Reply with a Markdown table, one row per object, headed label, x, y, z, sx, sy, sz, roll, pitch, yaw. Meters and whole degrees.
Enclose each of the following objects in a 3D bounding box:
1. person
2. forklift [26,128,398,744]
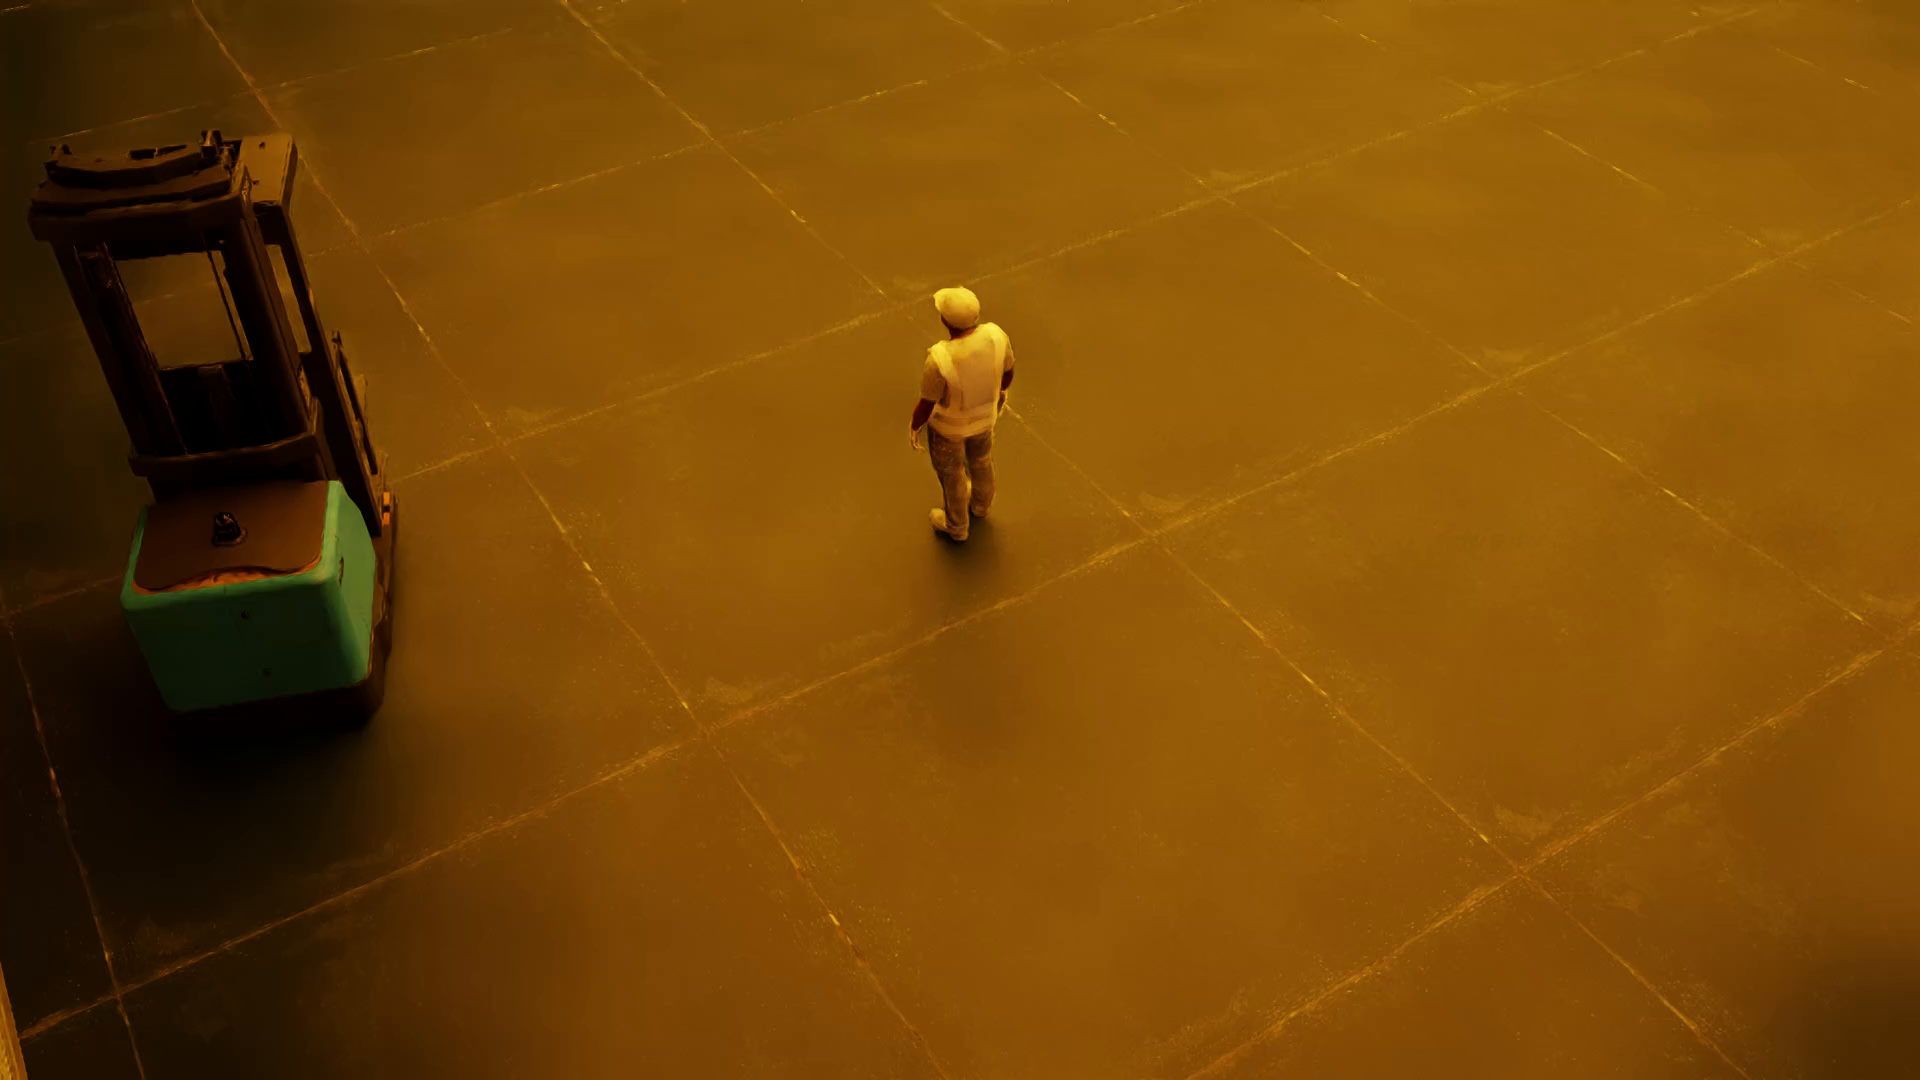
| label | x | y | z | sx | sy | sz | roll | pitch | yaw |
| --- | --- | --- | --- | --- | --- | --- | --- | --- | --- |
| person | -0.032 | -0.749 | 9.530 | 0.655 | 1.782 | 0.576 | -23 | 46 | -24 |
| forklift | -3.948 | -1.007 | 9.024 | 1.130 | 2.935 | 3.031 | -8 | 42 | -9 |
